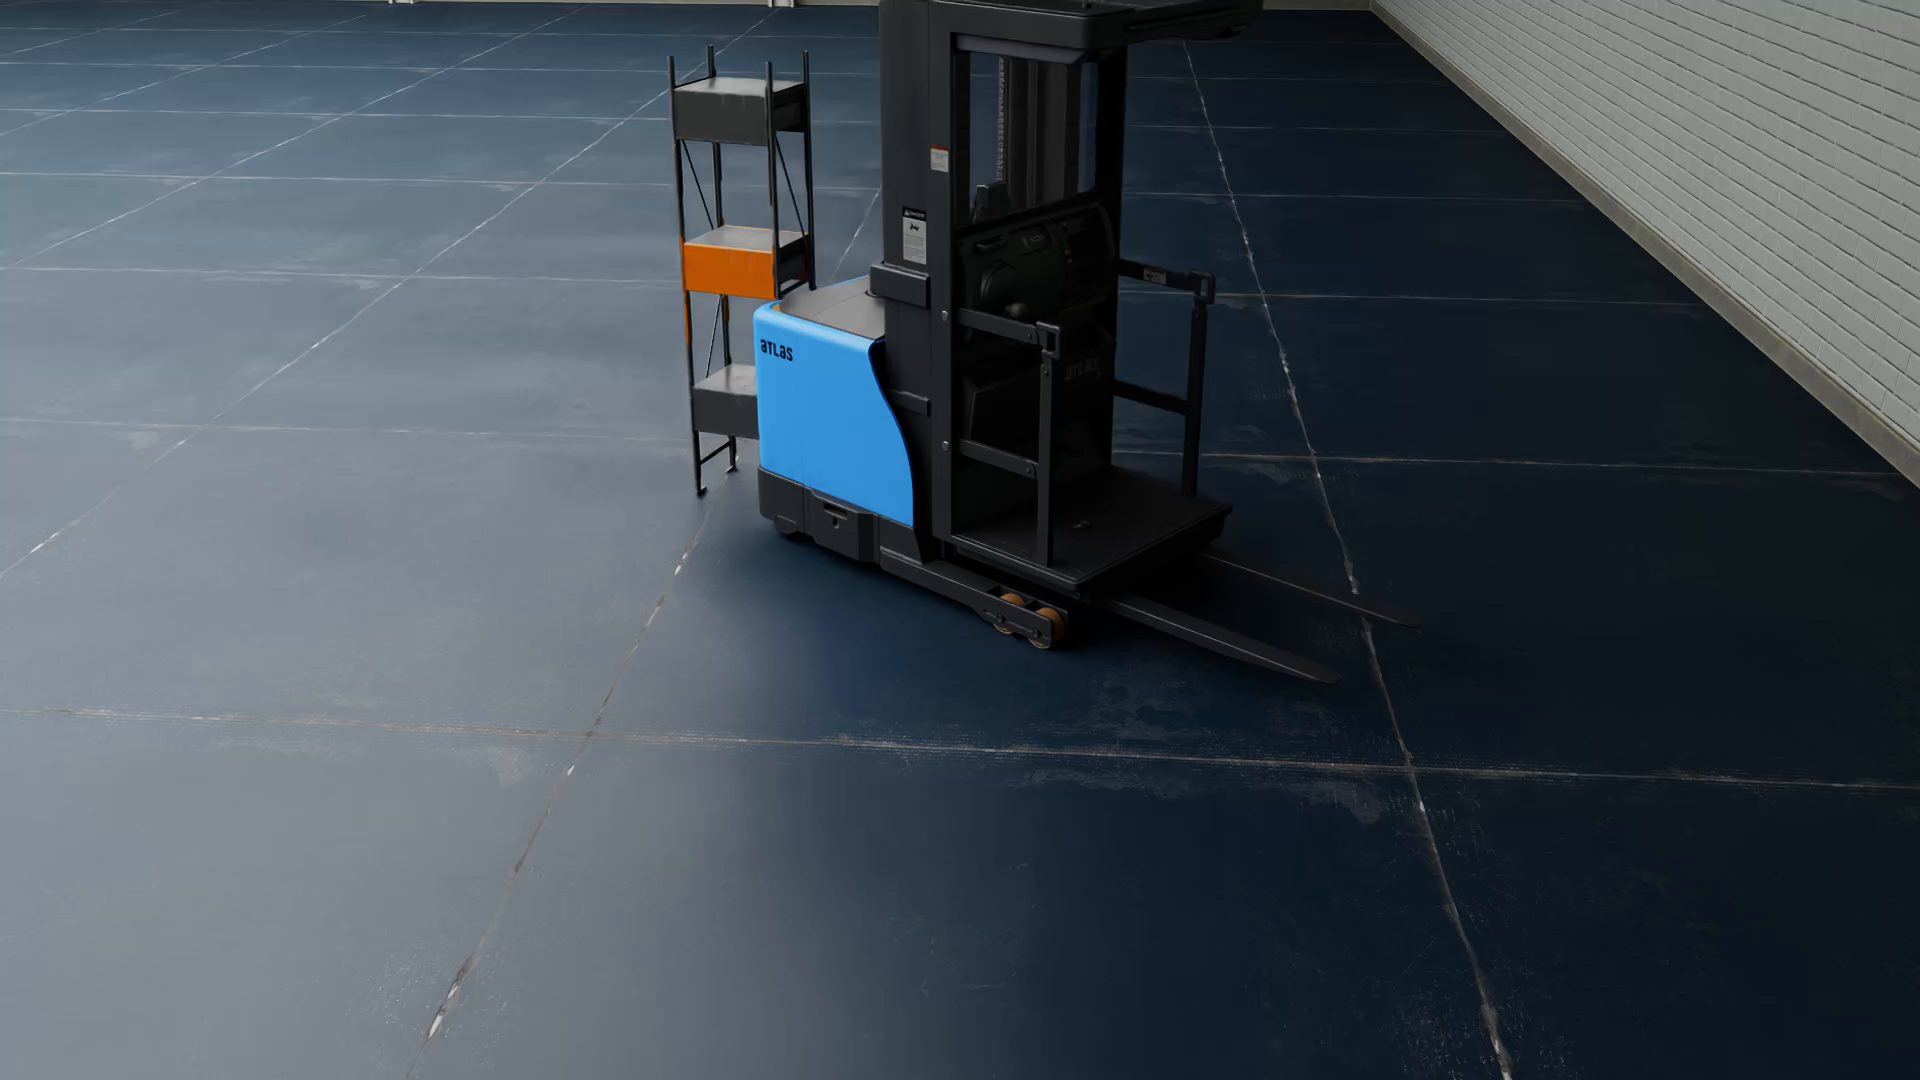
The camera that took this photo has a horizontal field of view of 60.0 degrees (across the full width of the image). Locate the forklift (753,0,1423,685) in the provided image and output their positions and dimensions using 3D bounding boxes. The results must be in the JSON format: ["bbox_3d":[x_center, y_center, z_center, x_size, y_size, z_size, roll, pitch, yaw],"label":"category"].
[{"bbox_3d":[0.478,-1.134,6.707,3.031,2.935,1.130,21,32,38],"label":"forklift"}]

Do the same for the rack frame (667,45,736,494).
[{"bbox_3d":[-1.227,-1.262,7.973,0.015,2.100,0.400,9,25,19],"label":"rack frame"}]

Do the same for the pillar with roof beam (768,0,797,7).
[{"bbox_3d":[-3.066,-10.552,19.918,0.400,9.000,9.100,2,25,4],"label":"pillar with roof beam"}]

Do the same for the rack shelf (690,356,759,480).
[{"bbox_3d":[-1.003,-0.573,8.183,0.480,0.518,0.431,9,25,19],"label":"rack shelf"}]

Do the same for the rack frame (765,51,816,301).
[{"bbox_3d":[-0.772,-1.189,7.814,0.015,2.100,0.400,9,25,19],"label":"rack frame"}]

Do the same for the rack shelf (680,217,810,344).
[{"bbox_3d":[-1.000,-1.213,7.899,0.480,0.518,0.431,9,25,19],"label":"rack shelf"}]

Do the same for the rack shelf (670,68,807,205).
[{"bbox_3d":[-0.996,-1.852,7.614,0.480,0.518,0.431,9,25,19],"label":"rack shelf"}]

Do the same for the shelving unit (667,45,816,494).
[{"bbox_3d":[-1.000,-1.225,7.893,0.503,2.100,0.431,9,25,19],"label":"shelving unit"}]

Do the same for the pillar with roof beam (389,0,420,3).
[{"bbox_3d":[-9.048,-10.744,20.335,0.400,9.000,9.100,2,25,4],"label":"pillar with roof beam"}]
